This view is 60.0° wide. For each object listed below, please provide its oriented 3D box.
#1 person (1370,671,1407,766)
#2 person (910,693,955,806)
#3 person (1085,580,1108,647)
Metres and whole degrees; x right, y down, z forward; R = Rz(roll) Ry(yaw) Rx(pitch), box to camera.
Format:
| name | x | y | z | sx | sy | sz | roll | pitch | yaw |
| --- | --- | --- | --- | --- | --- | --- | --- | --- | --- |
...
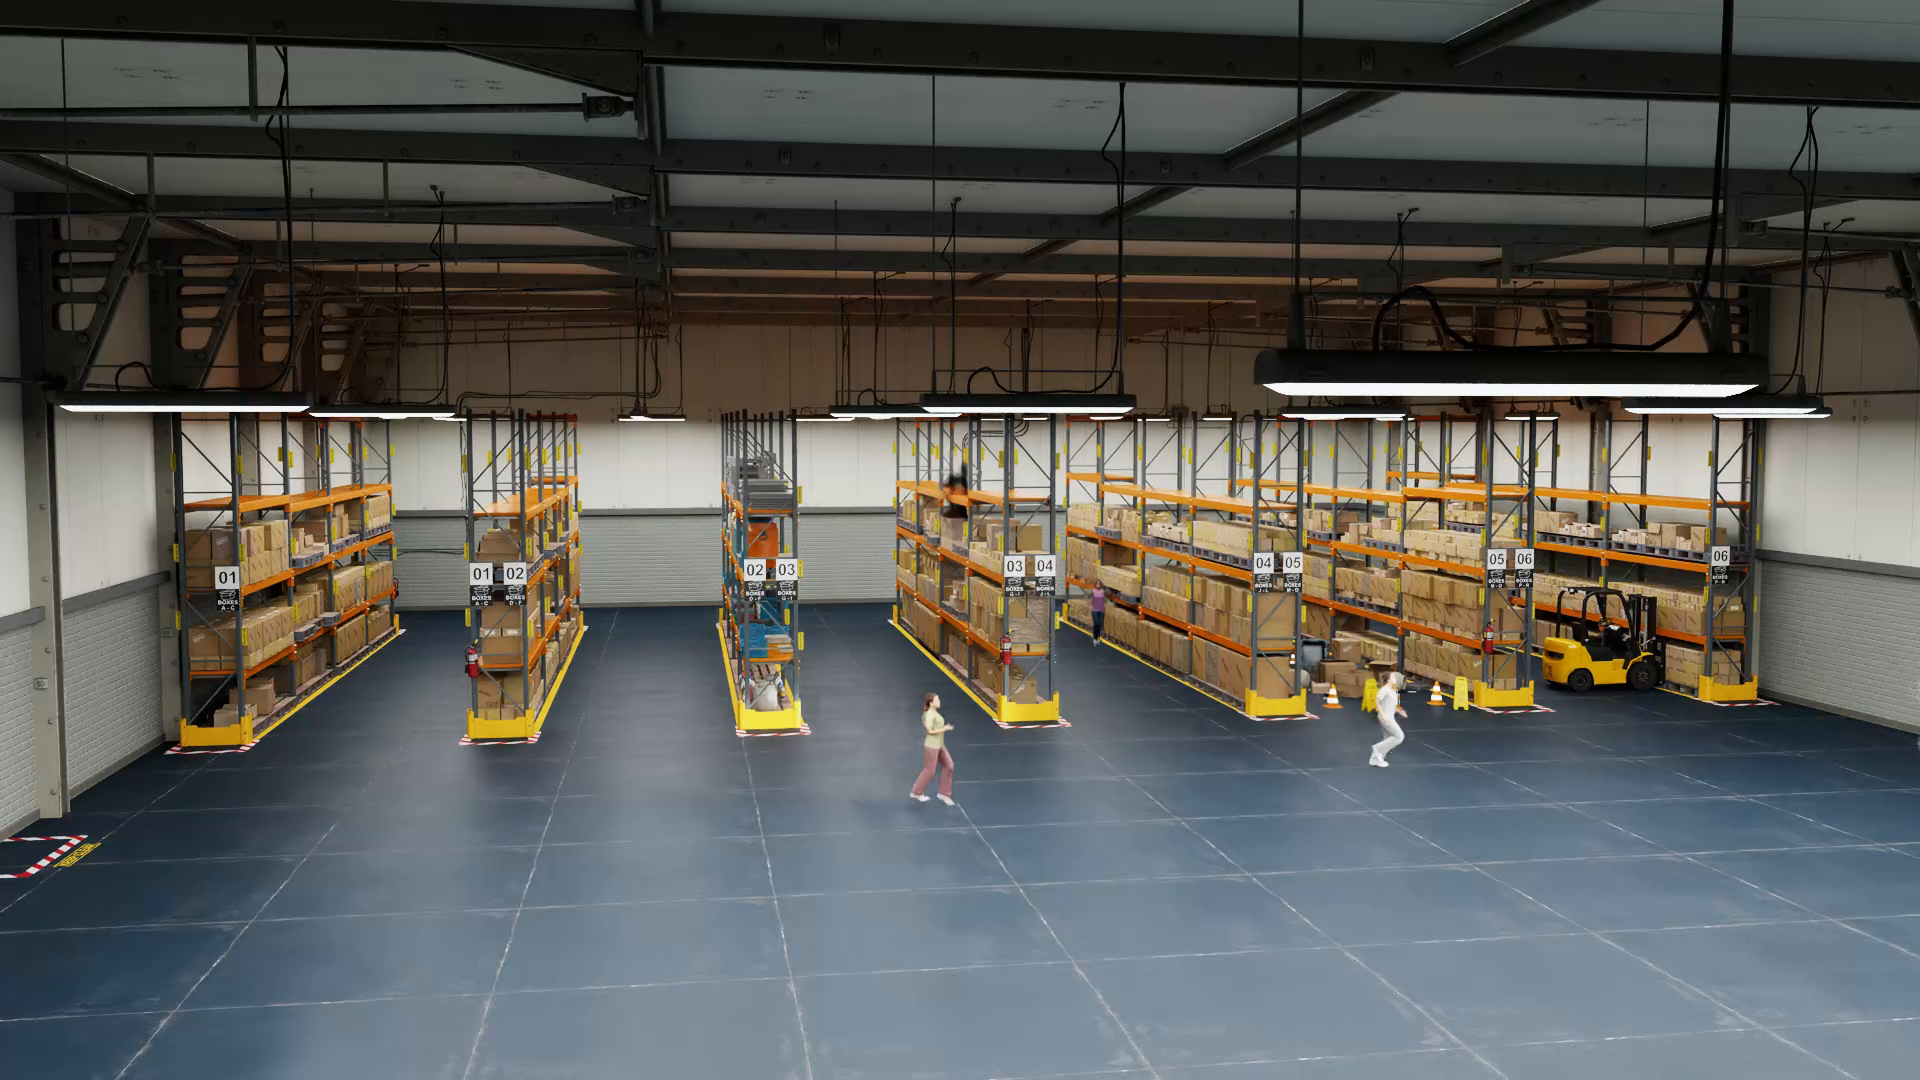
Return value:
| name | x | y | z | sx | sy | sz | roll | pitch | yaw |
| --- | --- | --- | --- | --- | --- | --- | --- | --- | --- |
| person | 7.147 | 2.985 | 27.759 | 0.589 | 1.607 | 0.512 | 2 | 4 | 25 |
| person | -0.411 | 3.144 | 24.947 | 0.694 | 1.723 | 0.560 | 1 | 4 | 15 |
| person | 3.398 | 1.808 | 41.031 | 0.518 | 1.658 | 0.631 | -1 | 4 | -14 |
